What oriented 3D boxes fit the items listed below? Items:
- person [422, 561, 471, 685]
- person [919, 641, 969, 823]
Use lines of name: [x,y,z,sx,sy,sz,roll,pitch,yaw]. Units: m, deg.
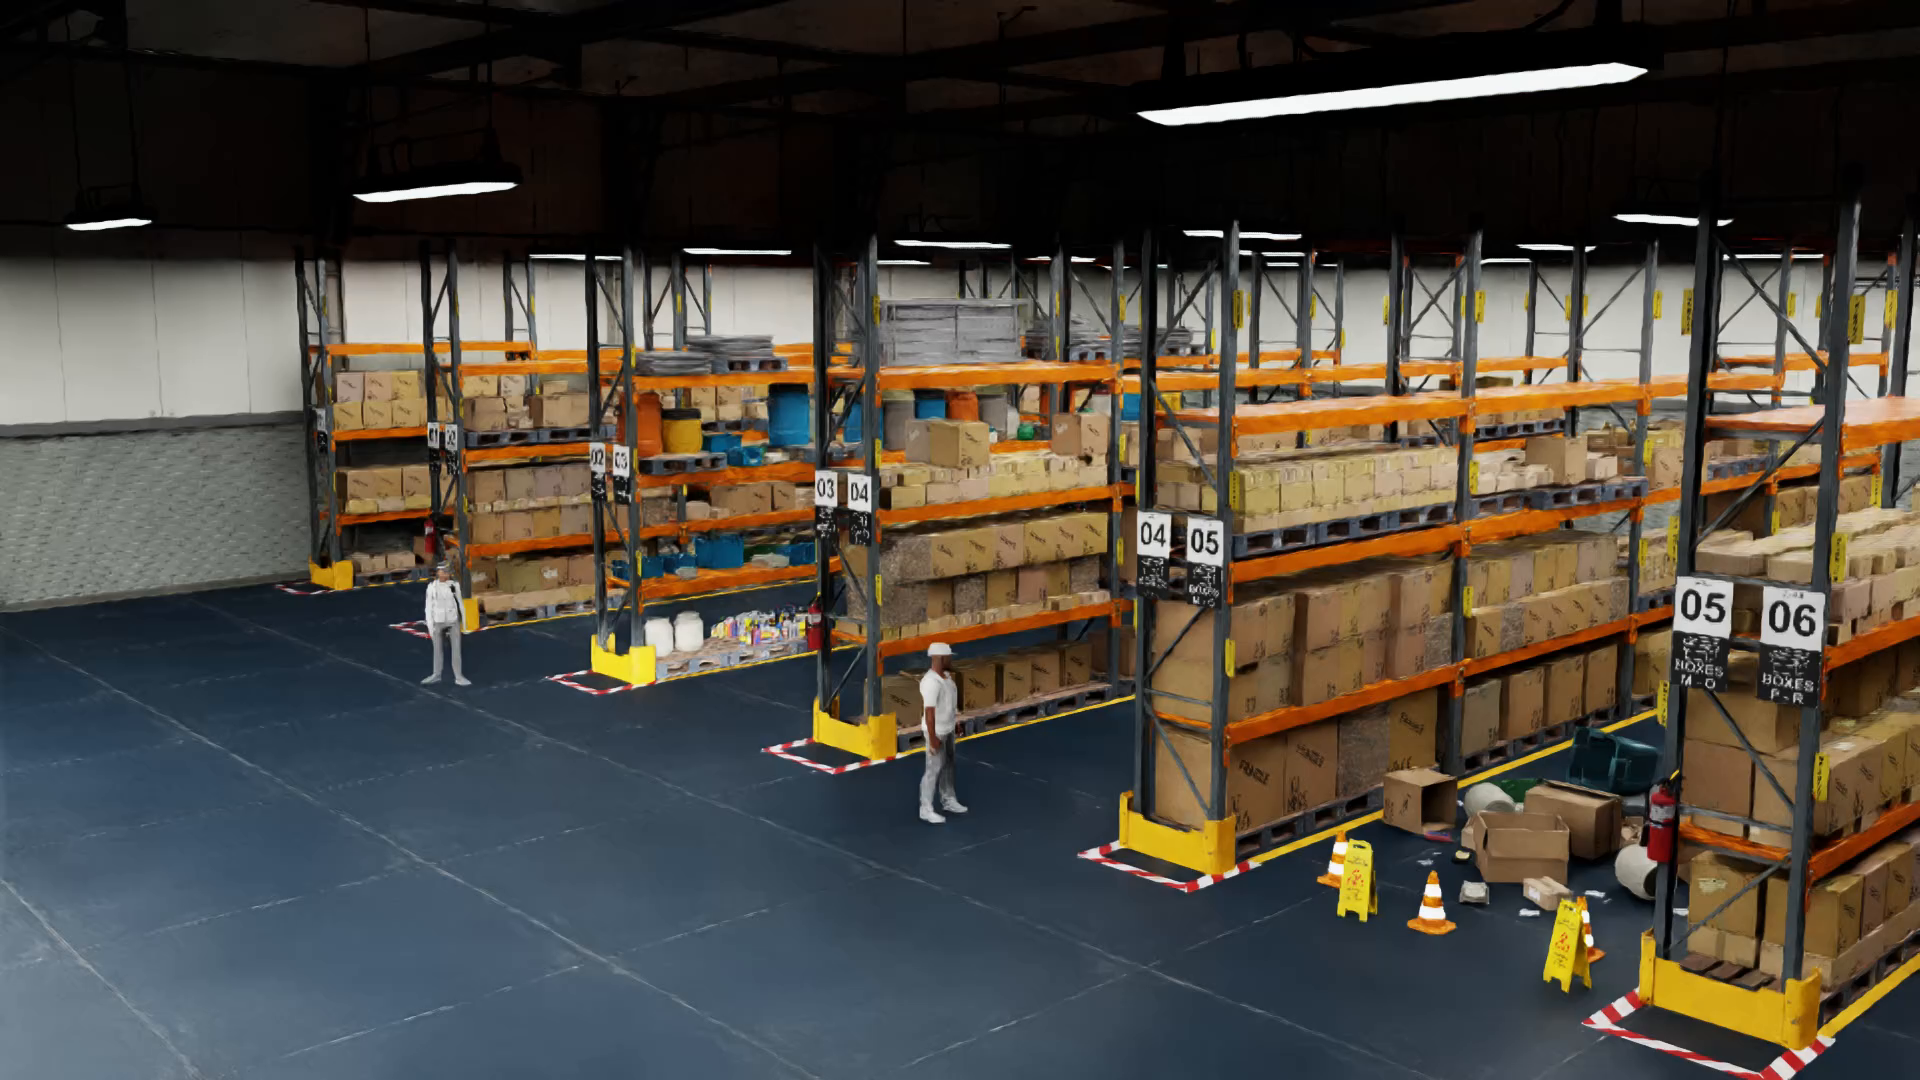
person: [-6.878,1.101,22.145,0.630,1.675,0.413,-3,9,-18]
person: [-0.156,1.875,16.458,0.452,1.768,0.632,3,9,17]
